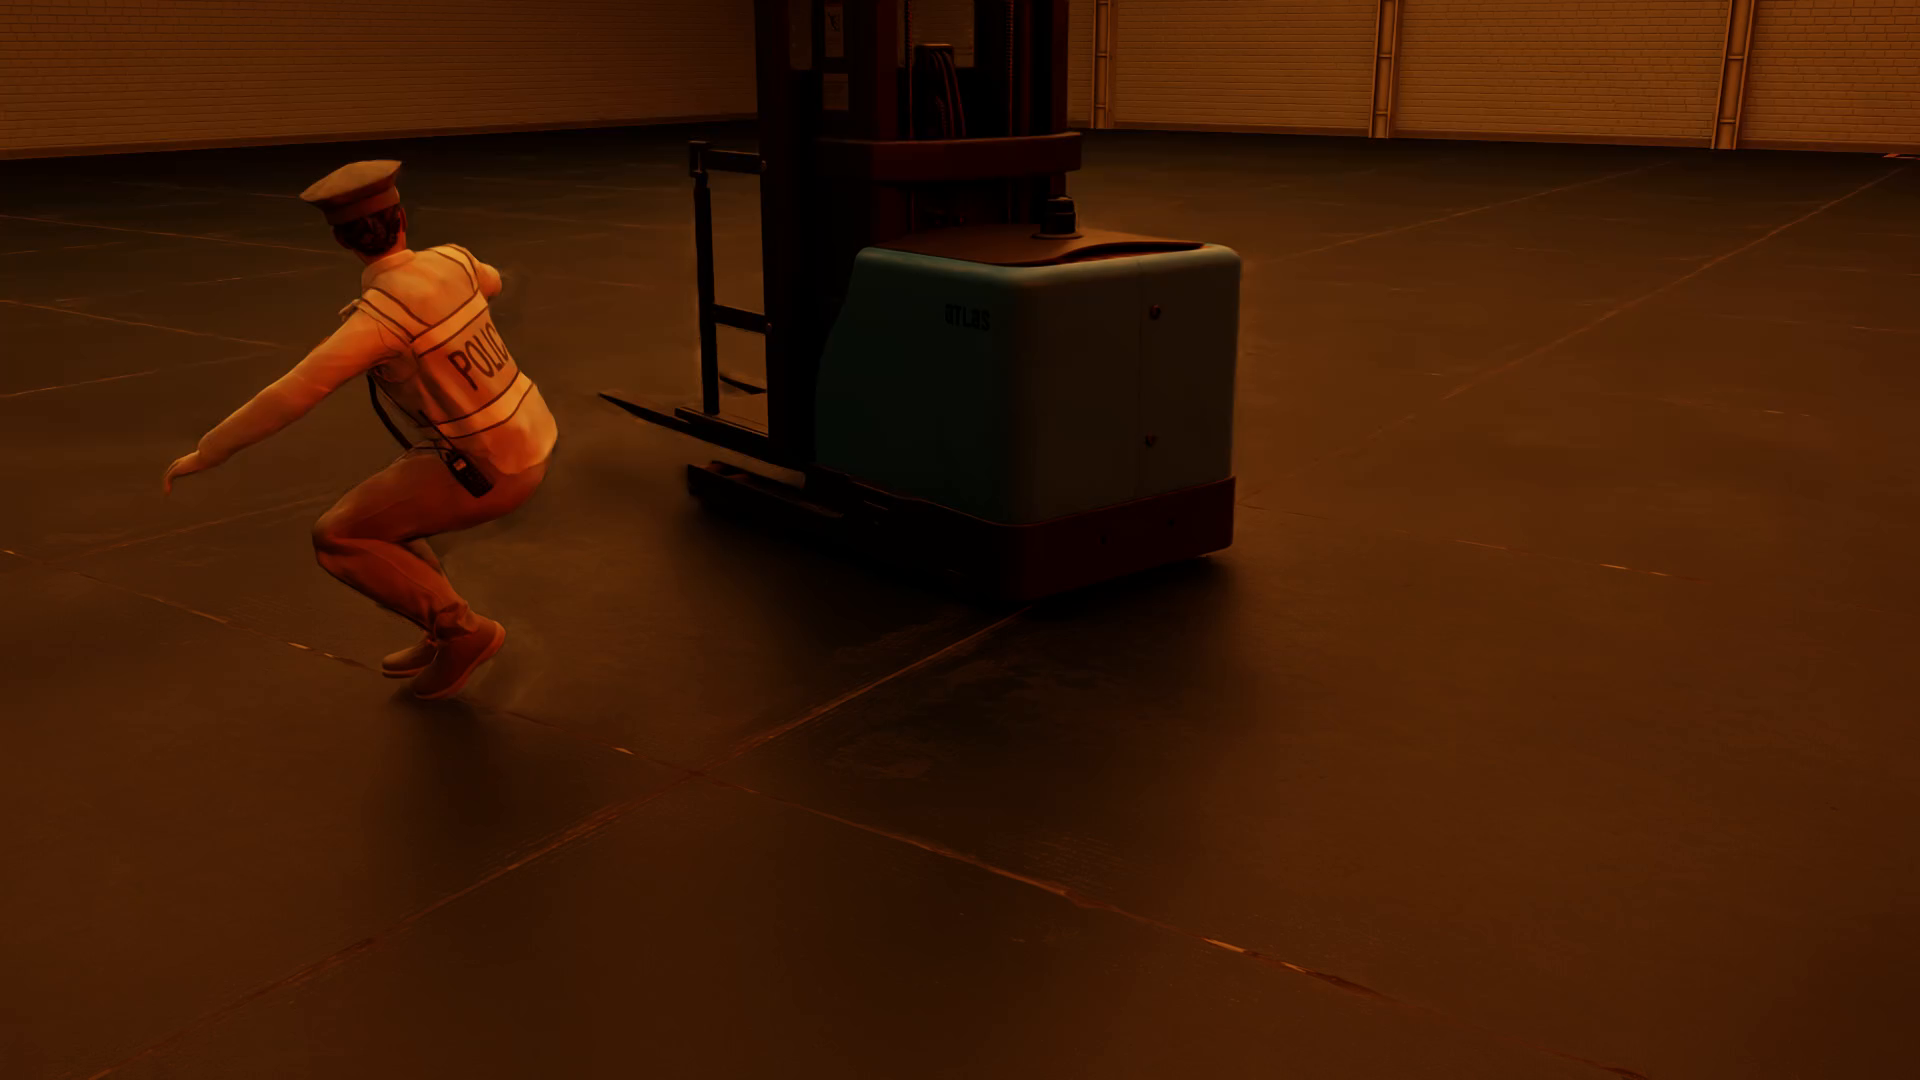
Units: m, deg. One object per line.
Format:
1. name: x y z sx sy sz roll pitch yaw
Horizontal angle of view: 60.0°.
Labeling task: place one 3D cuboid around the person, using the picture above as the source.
1. person: -1.463 -0.252 4.210 0.869 1.388 0.740 0 17 0

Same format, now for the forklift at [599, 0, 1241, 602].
1. forklift: -0.387 -1.567 6.074 1.130 2.935 3.031 -13 21 -37
